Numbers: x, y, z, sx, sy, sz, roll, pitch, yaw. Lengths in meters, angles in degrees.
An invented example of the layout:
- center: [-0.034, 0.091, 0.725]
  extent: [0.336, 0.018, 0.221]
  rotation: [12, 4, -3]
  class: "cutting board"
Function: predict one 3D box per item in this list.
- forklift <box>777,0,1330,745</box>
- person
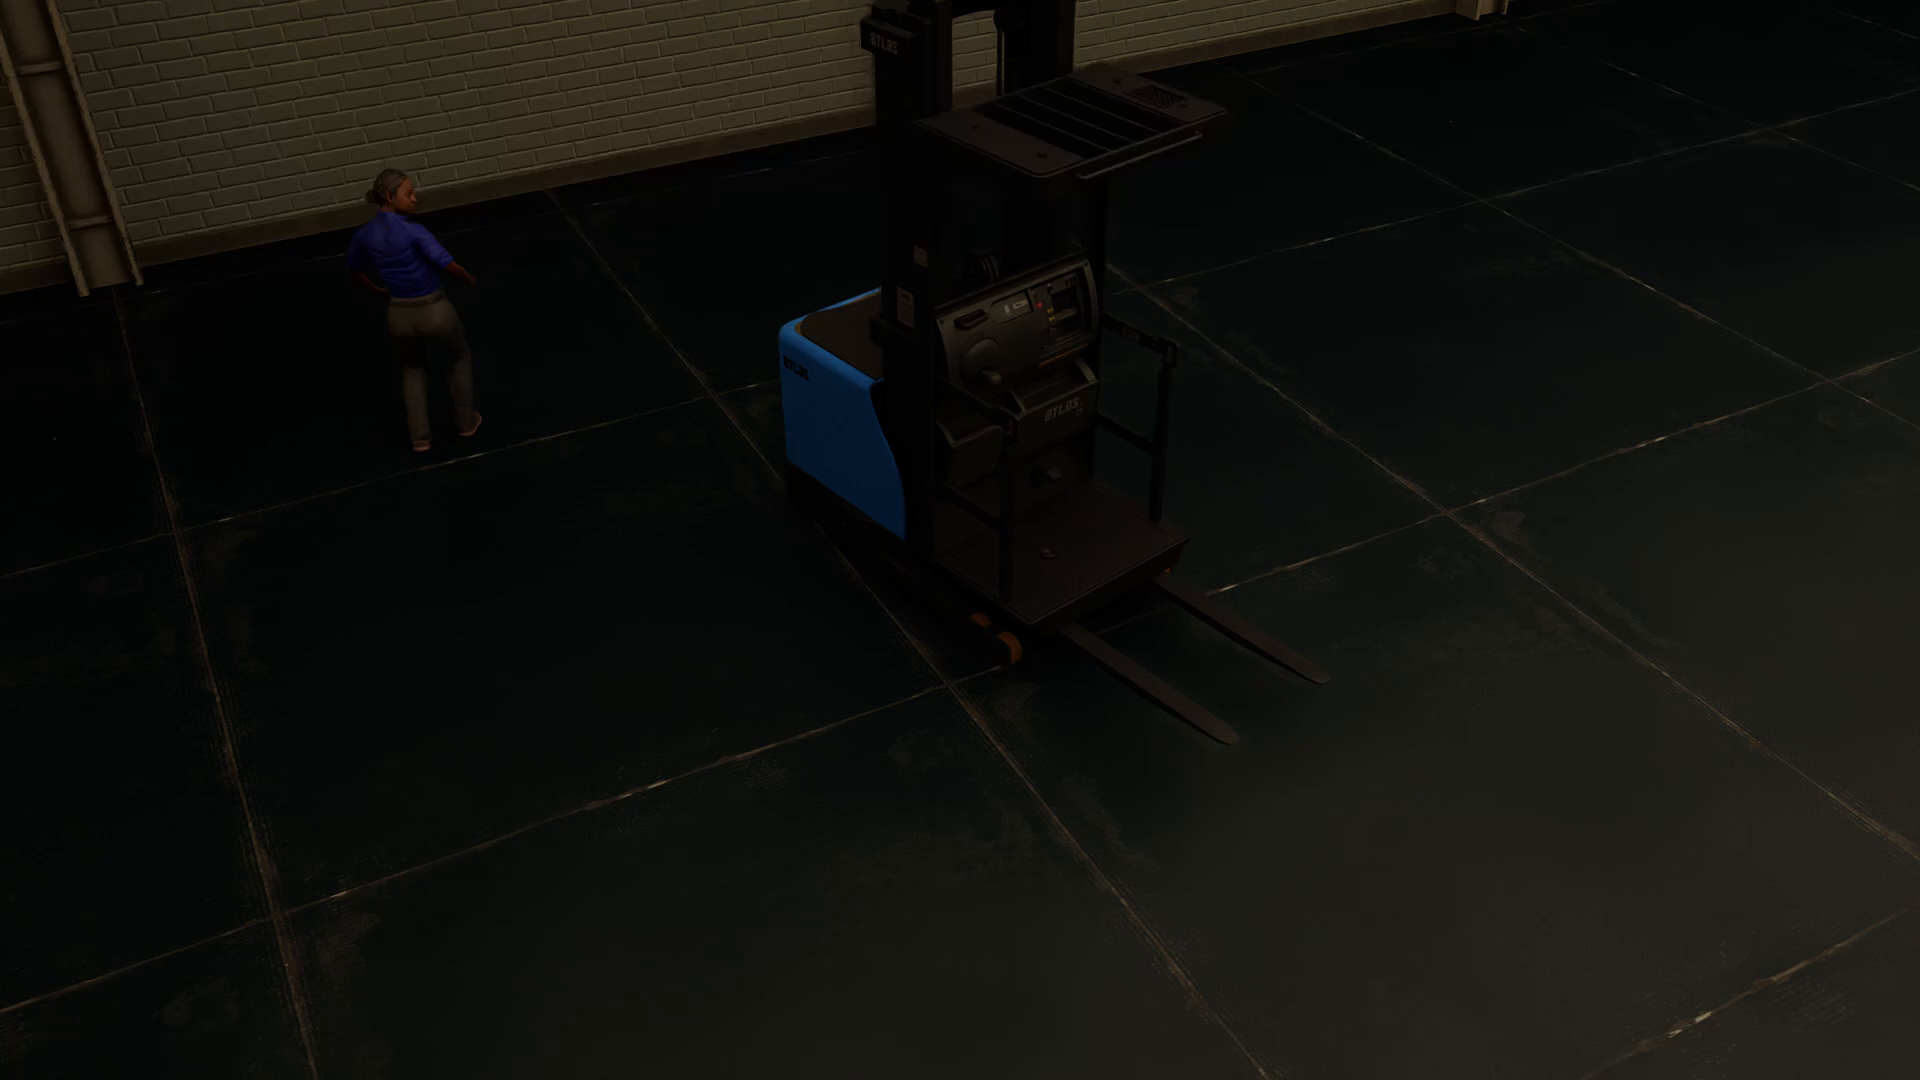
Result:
- center: [0.410, -0.933, 7.443]
  extent: [1.130, 2.935, 3.031]
  rotation: [-26, 43, -32]
  class: "forklift"
- center: [-2.954, -1.245, 9.057]
  extent: [0.678, 1.609, 0.471]
  rotation: [3, 35, 4]
  class: "person"
